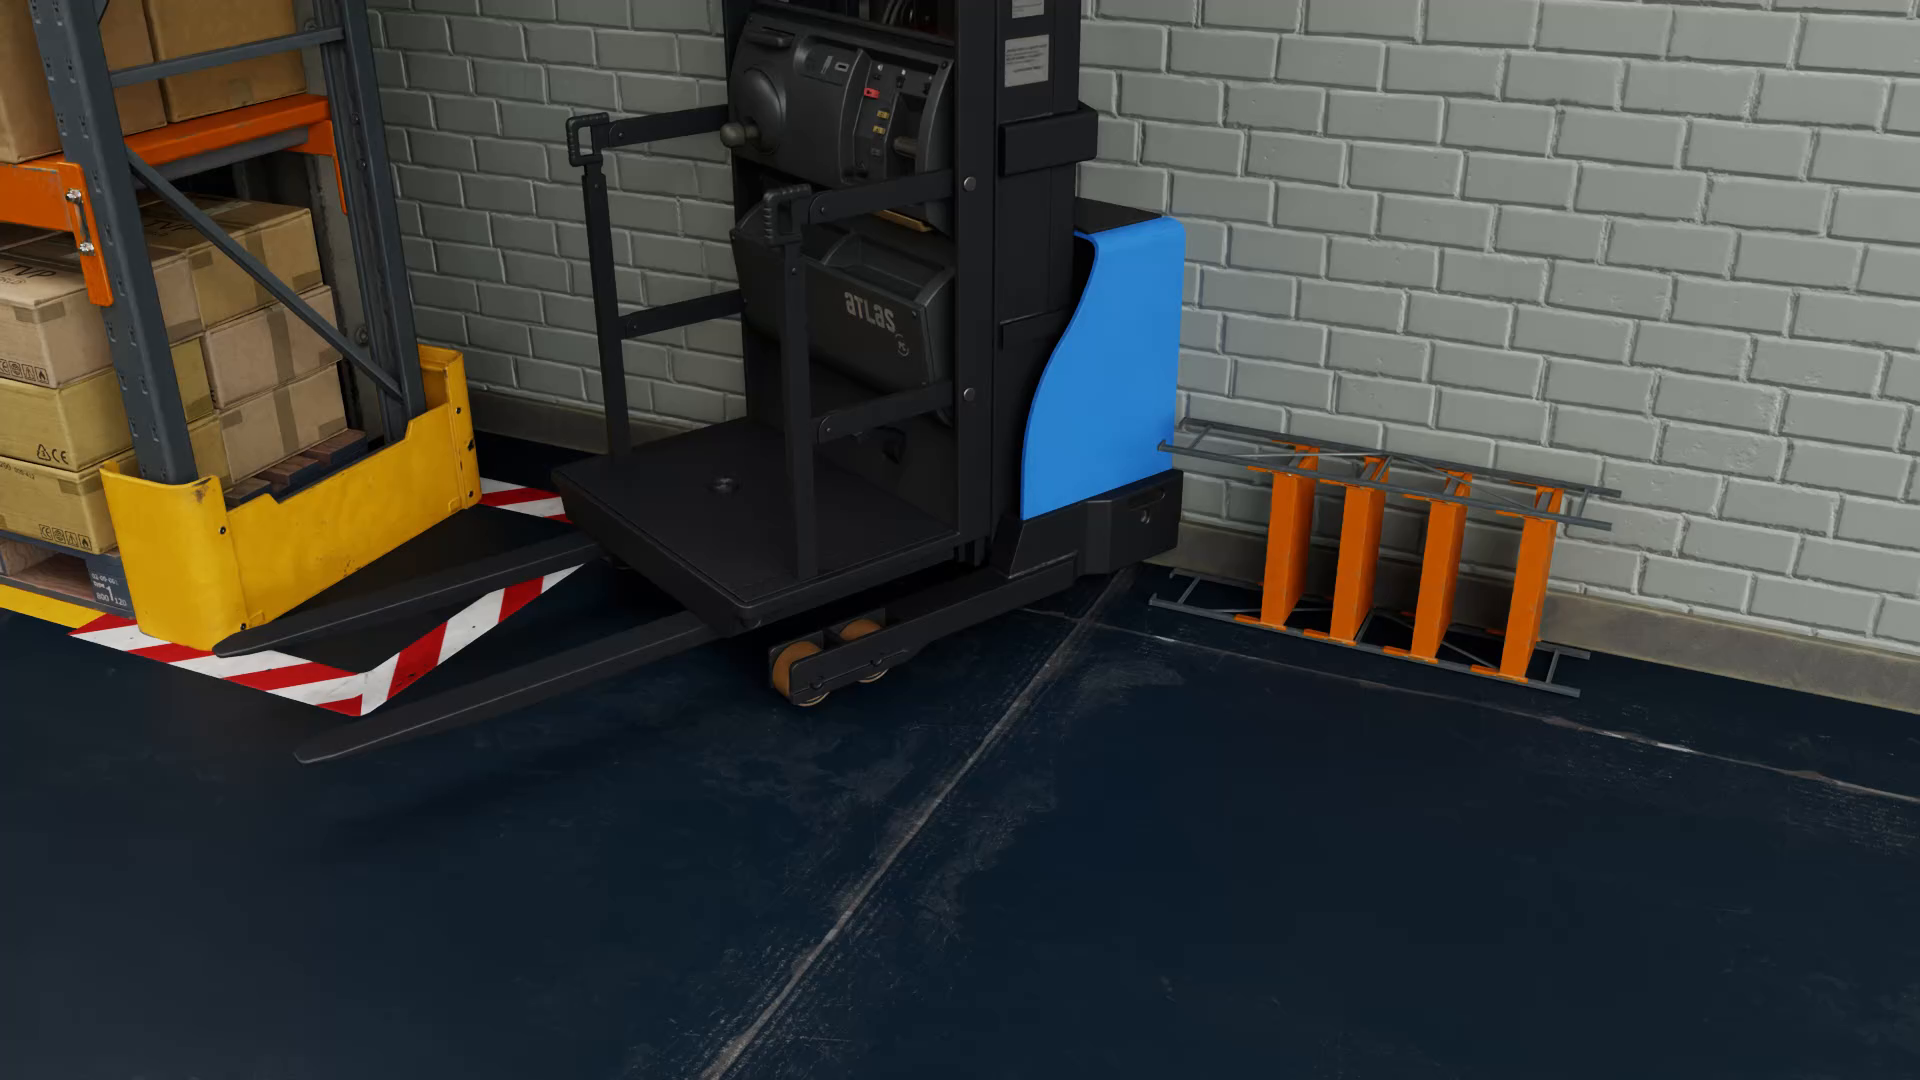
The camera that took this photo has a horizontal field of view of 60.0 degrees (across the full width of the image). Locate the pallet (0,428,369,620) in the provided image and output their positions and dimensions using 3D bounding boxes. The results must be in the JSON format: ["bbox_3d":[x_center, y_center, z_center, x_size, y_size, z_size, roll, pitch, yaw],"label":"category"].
[{"bbox_3d":[-2.702,-0.170,5.356,1.213,0.211,1.003,11,28,22],"label":"pallet"}]

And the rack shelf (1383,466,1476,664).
[{"bbox_3d":[1.284,0.059,4.545,0.148,0.480,0.258,12,29,23],"label":"rack shelf"}]

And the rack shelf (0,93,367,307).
[{"bbox_3d":[-3.810,-1.341,5.392,4.000,0.370,1.077,11,28,22],"label":"rack shelf"}]

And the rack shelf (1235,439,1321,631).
[{"bbox_3d":[0.903,-0.021,4.709,0.148,0.480,0.258,12,29,23],"label":"rack shelf"}]

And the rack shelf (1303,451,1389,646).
[{"bbox_3d":[1.082,0.017,4.632,0.148,0.480,0.258,12,29,23],"label":"rack shelf"}]

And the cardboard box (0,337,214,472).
[{"bbox_3d":[-2.561,-0.440,4.820,0.500,0.250,0.500,11,28,21],"label":"cardboard box"}]

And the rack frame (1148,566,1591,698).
[{"bbox_3d":[1.143,0.248,4.714,1.200,0.015,0.240,12,29,23],"label":"rack frame"}]

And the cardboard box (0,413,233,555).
[{"bbox_3d":[-2.548,-0.211,4.921,0.500,0.250,0.500,12,28,22],"label":"cardboard box"}]

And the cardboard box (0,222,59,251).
[{"bbox_3d":[-3.005,-0.751,4.885,0.500,0.250,0.500,12,29,23],"label":"cardboard box"}]

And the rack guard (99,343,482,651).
[{"bbox_3d":[-1.967,-0.172,5.033,0.348,0.500,1.175,11,28,22],"label":"rack guard"}]

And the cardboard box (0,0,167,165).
[{"bbox_3d":[-2.546,-1.327,4.436,0.500,0.500,0.500,11,28,21],"label":"cardboard box"}]

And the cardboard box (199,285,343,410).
[{"bbox_3d":[-2.331,-0.646,5.238,0.500,0.250,0.500,12,29,23],"label":"cardboard box"}]

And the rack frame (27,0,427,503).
[{"bbox_3d":[-1.989,-1.298,4.490,0.127,3.000,1.000,11,28,22],"label":"rack frame"}]

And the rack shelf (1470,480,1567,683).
[{"bbox_3d":[1.497,0.104,4.454,0.148,0.480,0.258,12,29,23],"label":"rack shelf"}]

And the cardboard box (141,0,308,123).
[{"bbox_3d":[-2.325,-1.545,4.879,0.500,0.500,0.500,12,29,23],"label":"cardboard box"}]

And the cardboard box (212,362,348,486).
[{"bbox_3d":[-2.355,-0.421,5.347,0.500,0.250,0.500,11,28,22],"label":"cardboard box"}]

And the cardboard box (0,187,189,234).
[{"bbox_3d":[-2.805,-0.955,5.299,0.500,0.250,0.500,11,28,22],"label":"cardboard box"}]

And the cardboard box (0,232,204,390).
[{"bbox_3d":[-2.537,-0.660,4.700,0.500,0.250,0.500,12,29,24],"label":"cardboard box"}]

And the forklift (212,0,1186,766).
[{"bbox_3d":[-0.494,-1.143,4.253,3.031,2.935,1.130,-19,32,-34],"label":"forklift"}]

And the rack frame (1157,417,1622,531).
[{"bbox_3d":[1.143,-0.190,4.498,1.200,0.015,0.240,12,29,23],"label":"rack frame"}]

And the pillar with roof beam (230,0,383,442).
[{"bbox_3d":[-4.032,-2.748,0.644,0.400,9.000,9.100,11,28,22],"label":"pillar with roof beam"}]

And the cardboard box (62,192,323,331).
[{"bbox_3d":[-2.348,-0.865,5.117,0.500,0.250,0.500,11,28,21],"label":"cardboard box"}]

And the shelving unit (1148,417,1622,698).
[{"bbox_3d":[1.143,0.029,4.606,1.200,0.503,0.258,12,29,23],"label":"shelving unit"}]
